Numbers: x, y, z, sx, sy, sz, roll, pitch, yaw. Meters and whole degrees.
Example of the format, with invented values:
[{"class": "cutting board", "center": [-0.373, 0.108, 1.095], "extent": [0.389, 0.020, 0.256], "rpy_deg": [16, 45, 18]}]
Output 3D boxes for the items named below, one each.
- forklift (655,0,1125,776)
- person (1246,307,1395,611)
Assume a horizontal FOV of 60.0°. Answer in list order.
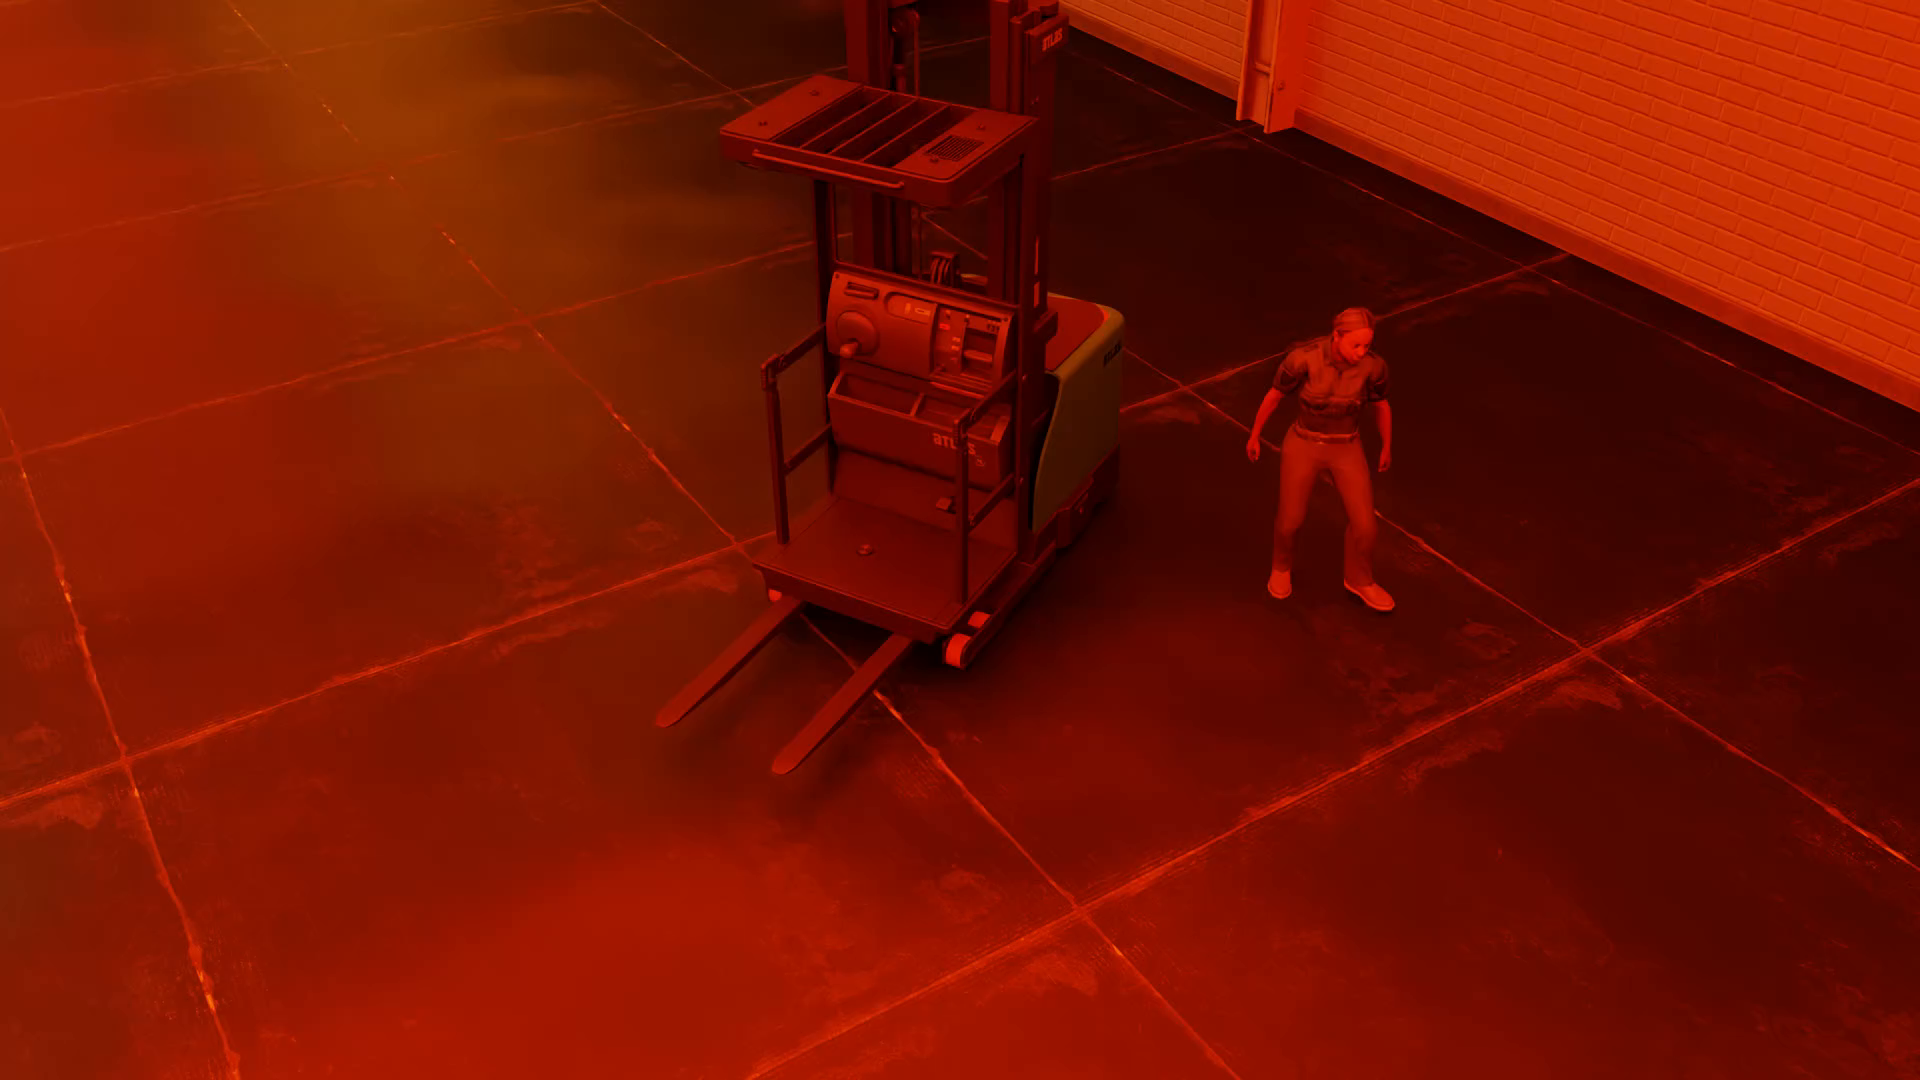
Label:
[{"class": "forklift", "center": [-0.296, -0.892, 7.418], "extent": [1.130, 2.935, 3.031], "rpy_deg": [18, 39, 23]}, {"class": "person", "center": [1.762, -0.413, 7.888], "extent": [0.792, 1.628, 0.385], "rpy_deg": [3, 35, 5]}]
